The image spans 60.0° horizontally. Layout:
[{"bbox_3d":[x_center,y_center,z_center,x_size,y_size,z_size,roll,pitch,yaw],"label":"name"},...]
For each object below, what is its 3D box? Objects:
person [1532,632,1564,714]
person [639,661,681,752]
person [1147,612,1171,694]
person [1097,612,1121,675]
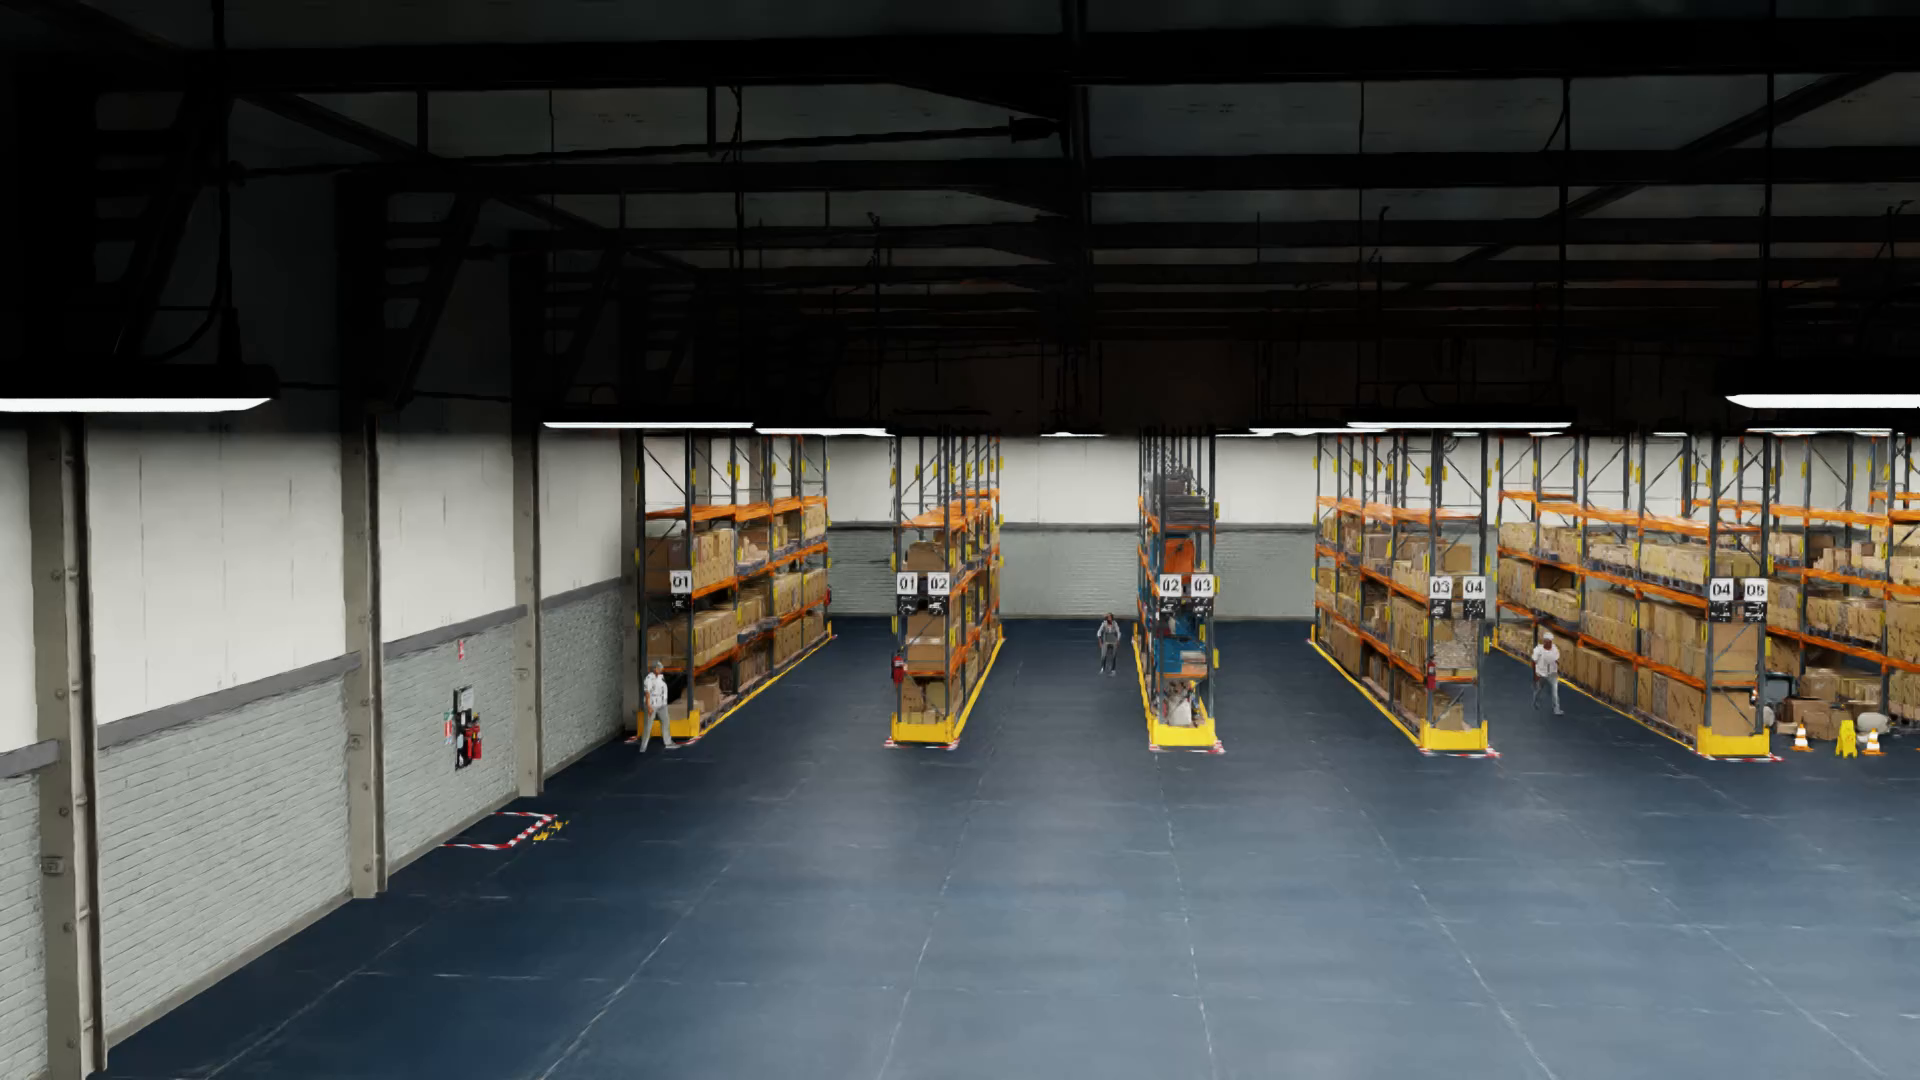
[{"bbox_3d":[12.217,2.751,34.646,0.583,1.686,1.111,0,3,3],"label":"person"},{"bbox_3d":[-5.550,3.028,30.510,0.527,1.656,0.717,3,4,37],"label":"person"},{"bbox_3d":[4.329,2.445,36.091,0.484,1.765,0.587,0,3,-4],"label":"person"},{"bbox_3d":[3.614,2.505,40.328,0.566,1.540,0.516,0,3,2],"label":"person"}]
